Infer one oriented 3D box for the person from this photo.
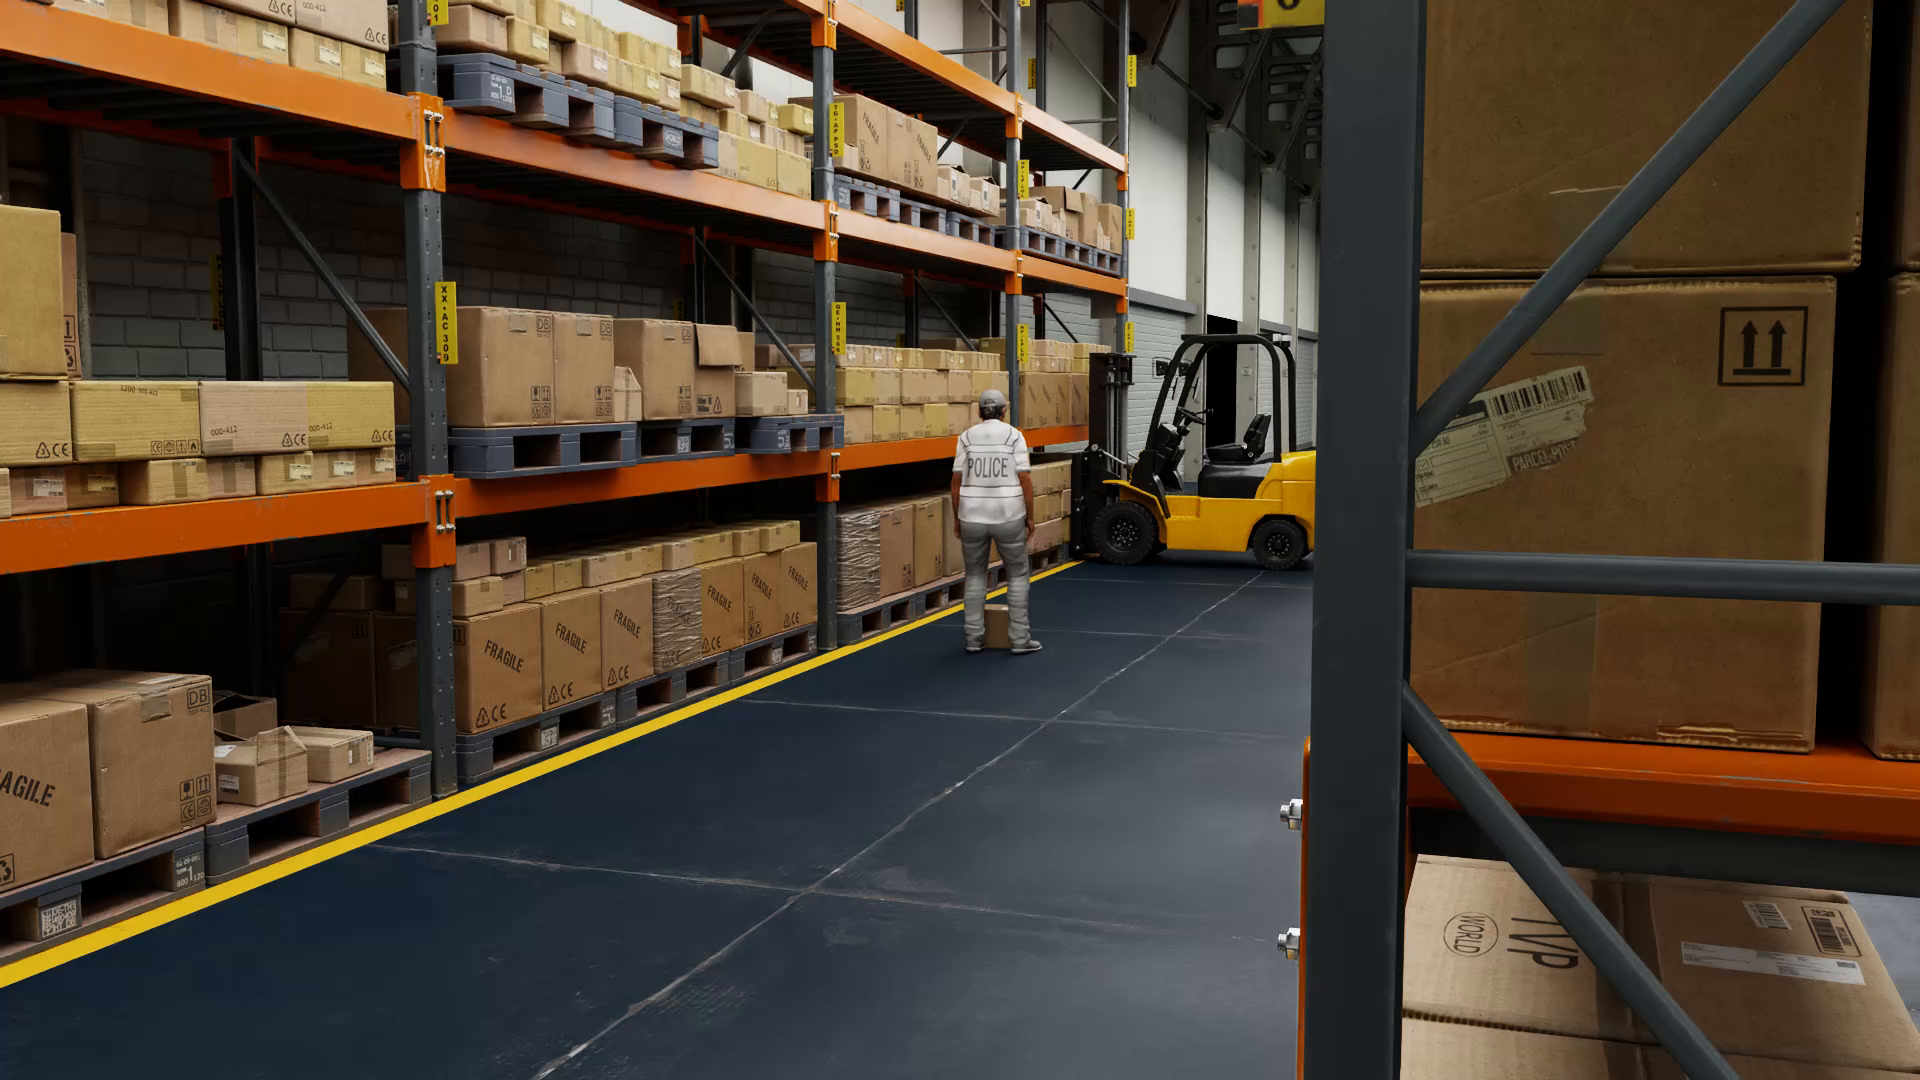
[{"bbox_3d":[0.228,-0.121,10.517,0.560,1.665,0.468,1,5,13],"label":"person"}]
